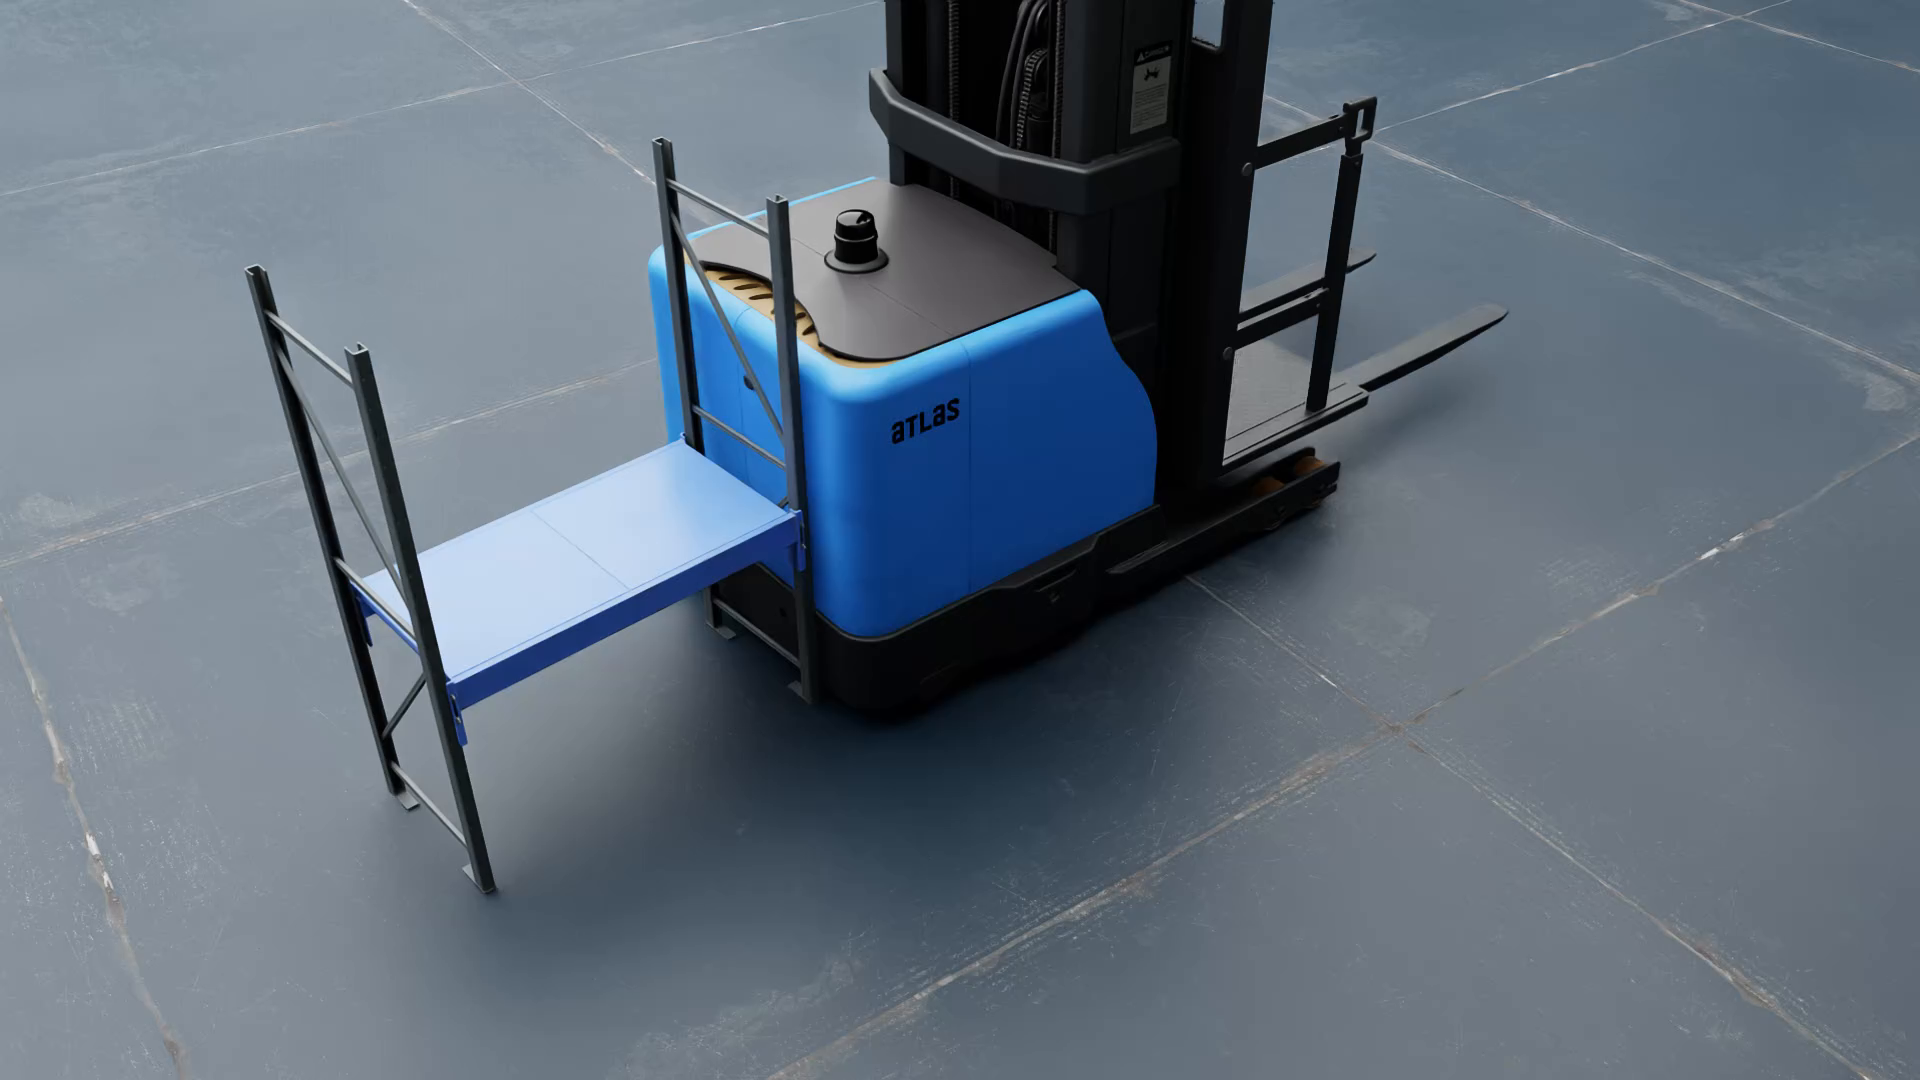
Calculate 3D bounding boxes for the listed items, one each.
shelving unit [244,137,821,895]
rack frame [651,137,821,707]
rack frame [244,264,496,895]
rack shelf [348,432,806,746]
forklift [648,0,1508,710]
[{"bbox_3d":[-0.941,-0.059,4.047,1.048,1.500,0.538,-28,44,-33],"label":"shelving unit"},{"bbox_3d":[-0.568,-0.260,4.327,0.032,1.500,0.500,-28,44,-33],"label":"rack frame"},{"bbox_3d":[-1.314,0.143,3.767,0.032,1.500,0.500,-28,44,-33],"label":"rack frame"},{"bbox_3d":[-0.941,0.087,4.152,1.000,0.185,0.538,-28,44,-33],"label":"rack shelf"},{"bbox_3d":[0.599,-1.439,4.740,3.031,2.935,1.130,-25,43,-31],"label":"forklift"}]
